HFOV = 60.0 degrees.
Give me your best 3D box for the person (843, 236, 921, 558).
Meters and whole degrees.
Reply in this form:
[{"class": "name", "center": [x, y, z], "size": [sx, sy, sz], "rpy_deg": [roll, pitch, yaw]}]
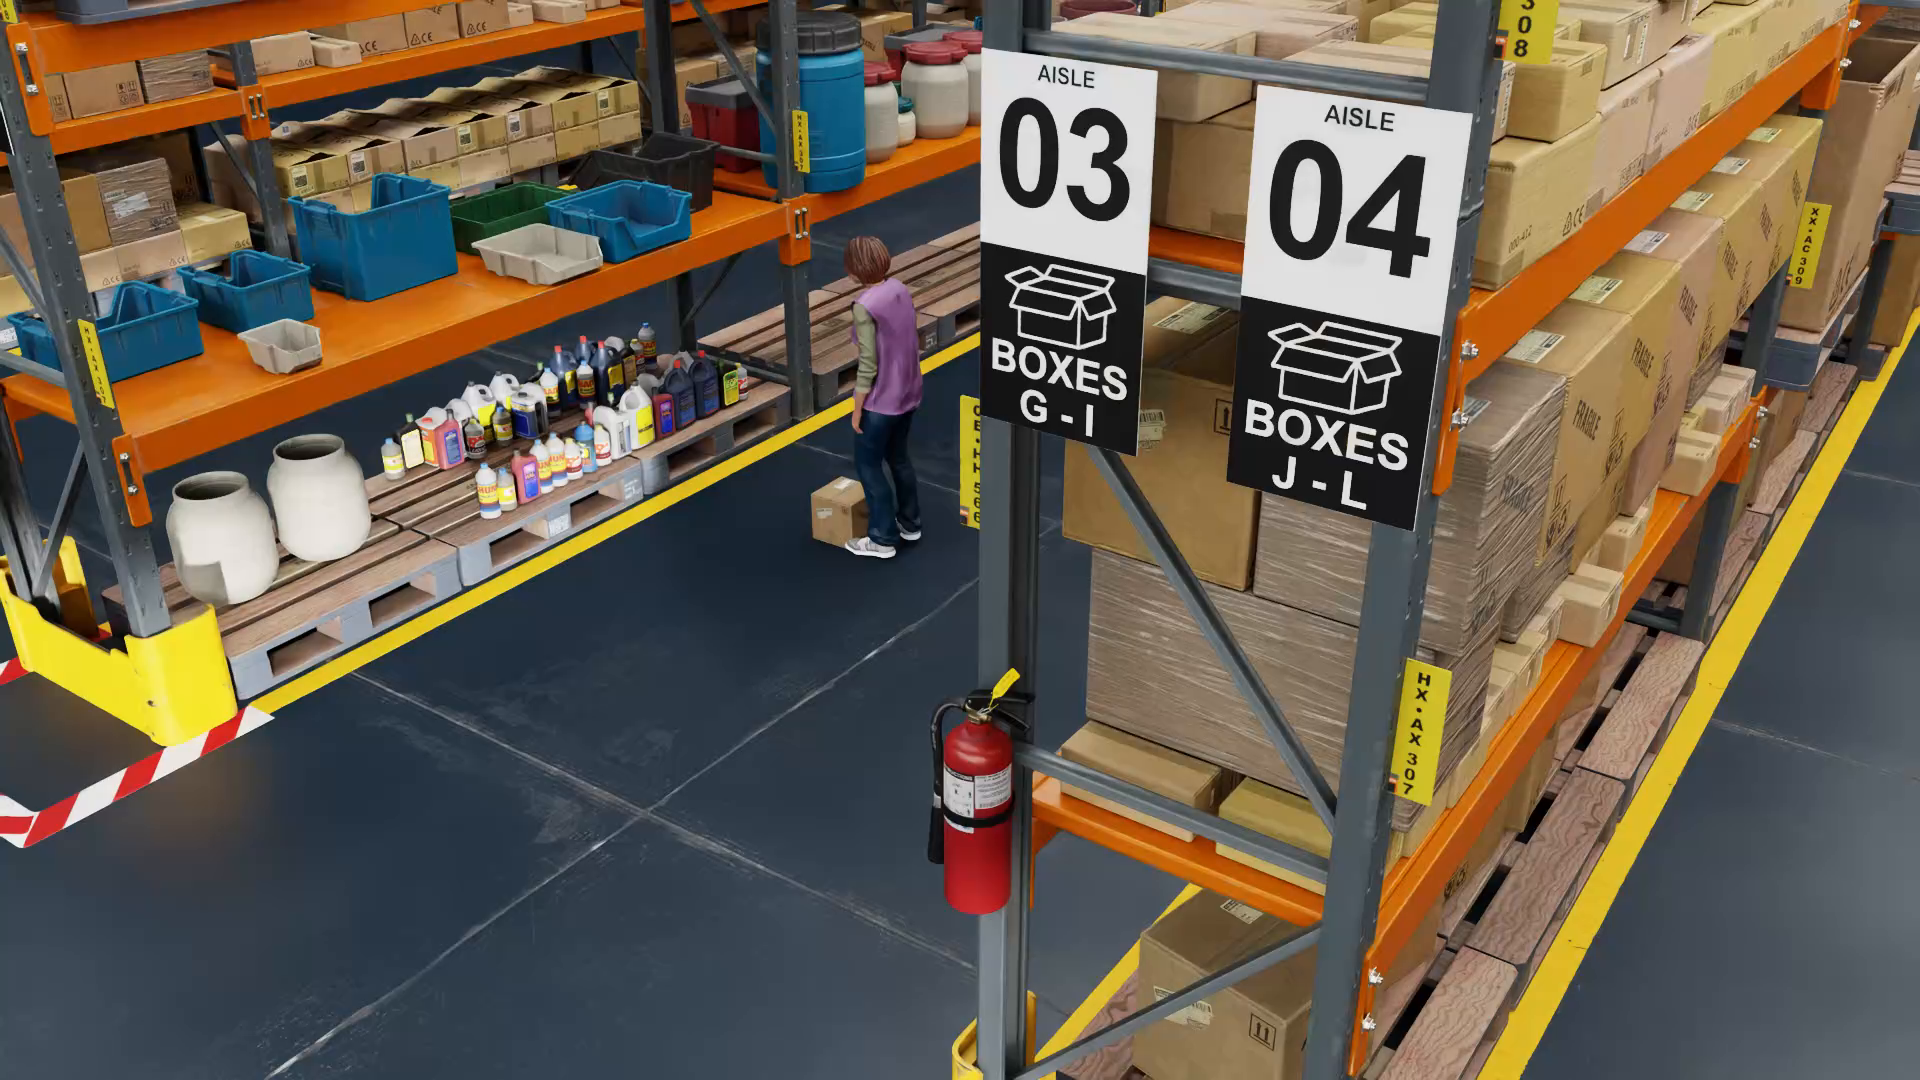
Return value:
[{"class": "person", "center": [-0.369, -0.668, 7.936], "size": [0.329, 1.580, 0.474], "rpy_deg": [16, 31, 28]}]
